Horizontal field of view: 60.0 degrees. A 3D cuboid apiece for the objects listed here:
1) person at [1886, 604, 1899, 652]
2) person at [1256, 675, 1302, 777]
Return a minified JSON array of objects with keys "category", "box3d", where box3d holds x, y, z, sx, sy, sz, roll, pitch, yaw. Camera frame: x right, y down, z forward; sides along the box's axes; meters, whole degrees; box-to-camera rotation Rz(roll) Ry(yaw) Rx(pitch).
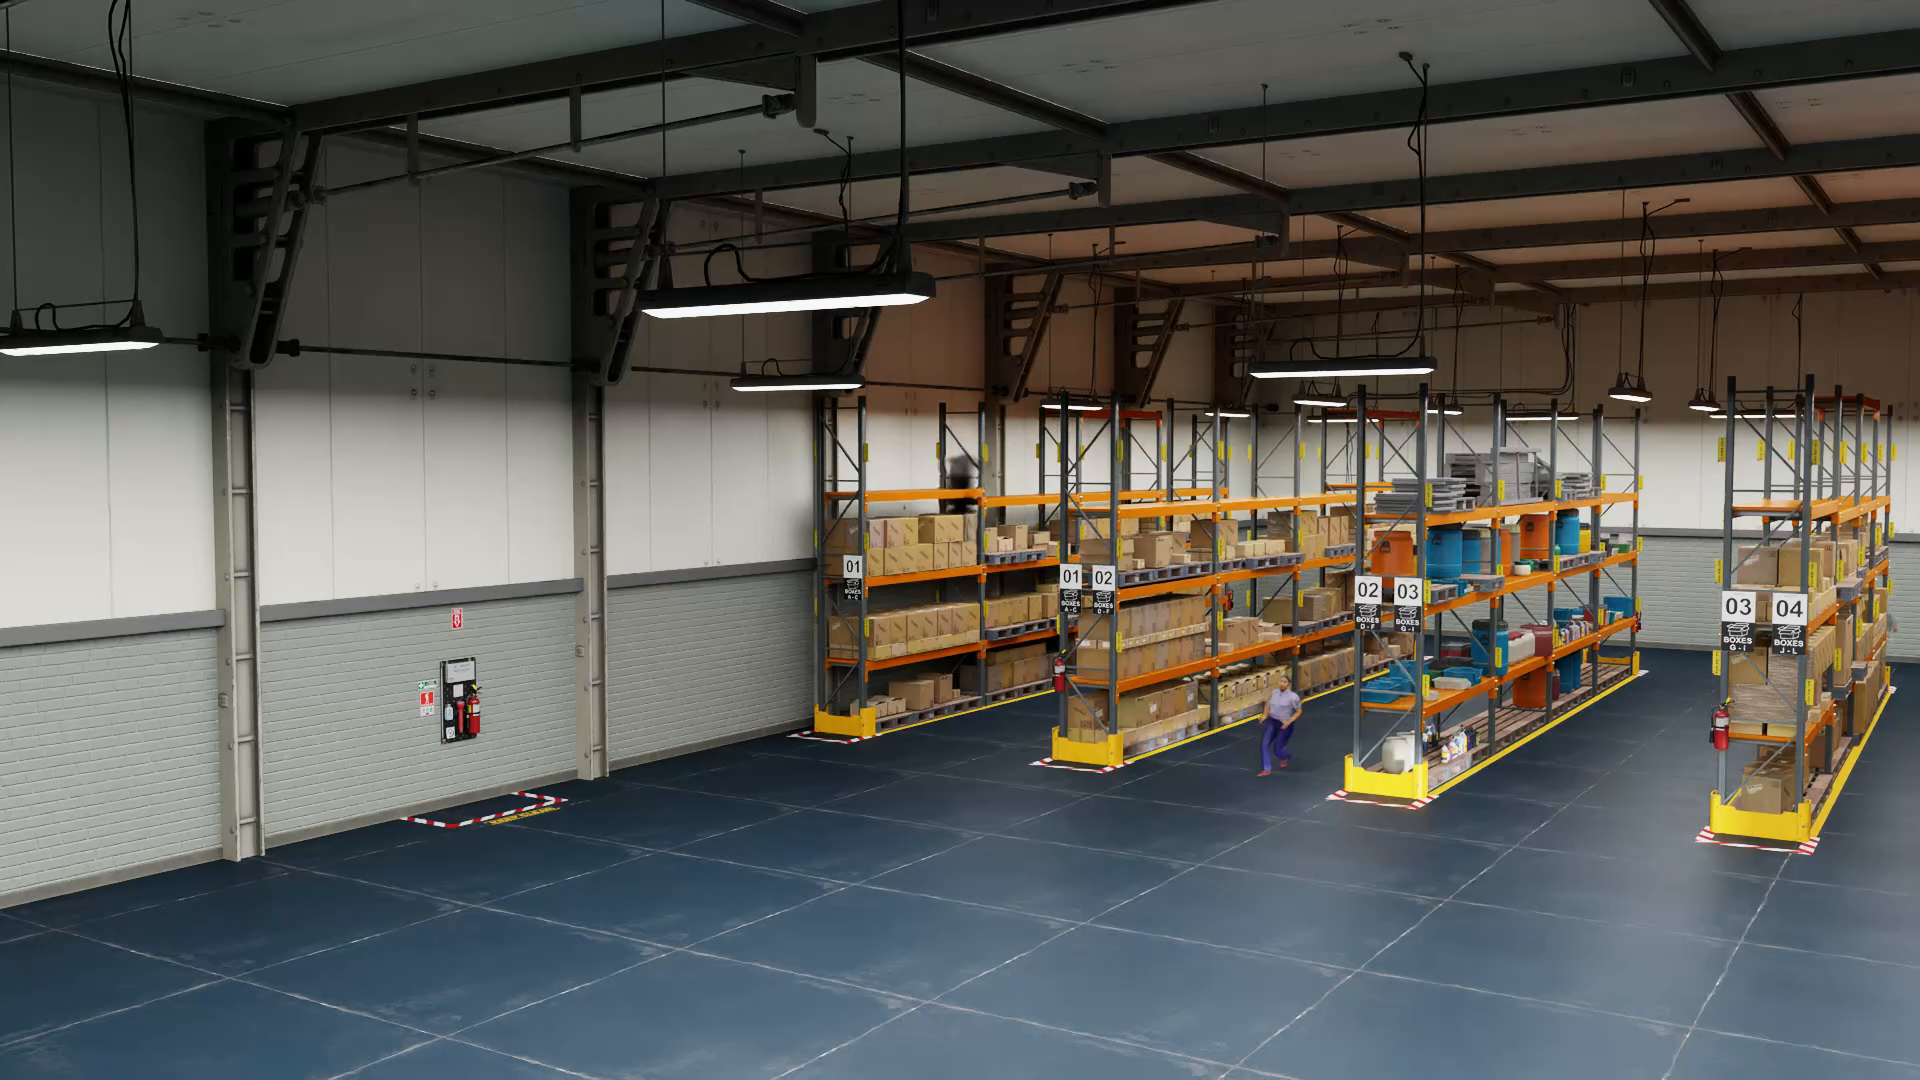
[{"category":"person","box3d":[20.352,2.221,36.748,0.625,1.720,0.992,0,3,3]},{"category":"person","box3d":[4.974,2.863,25.693,0.637,1.586,0.665,2,4,39]}]
